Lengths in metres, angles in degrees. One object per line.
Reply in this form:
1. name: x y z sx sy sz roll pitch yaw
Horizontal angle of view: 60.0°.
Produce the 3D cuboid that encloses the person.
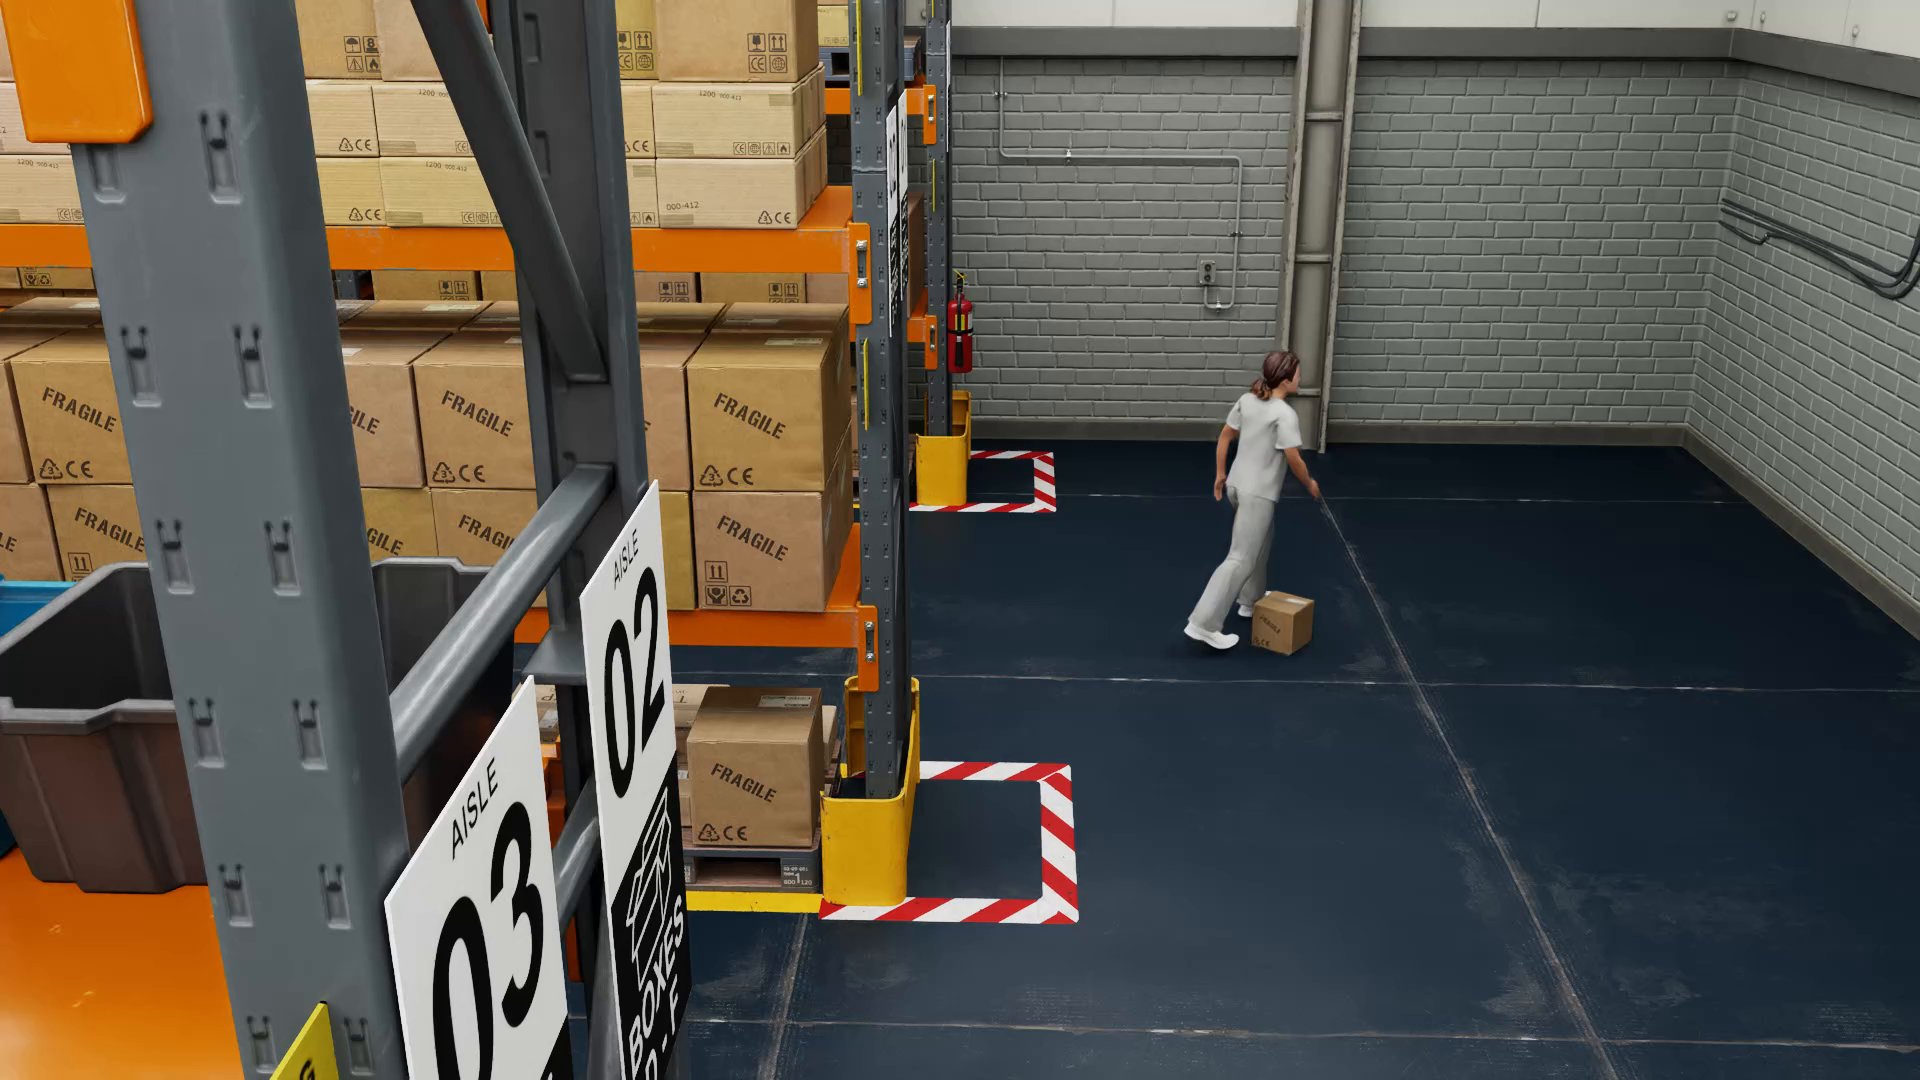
1. person: 1.576 -0.244 9.277 0.833 1.607 0.563 -10 23 -24
